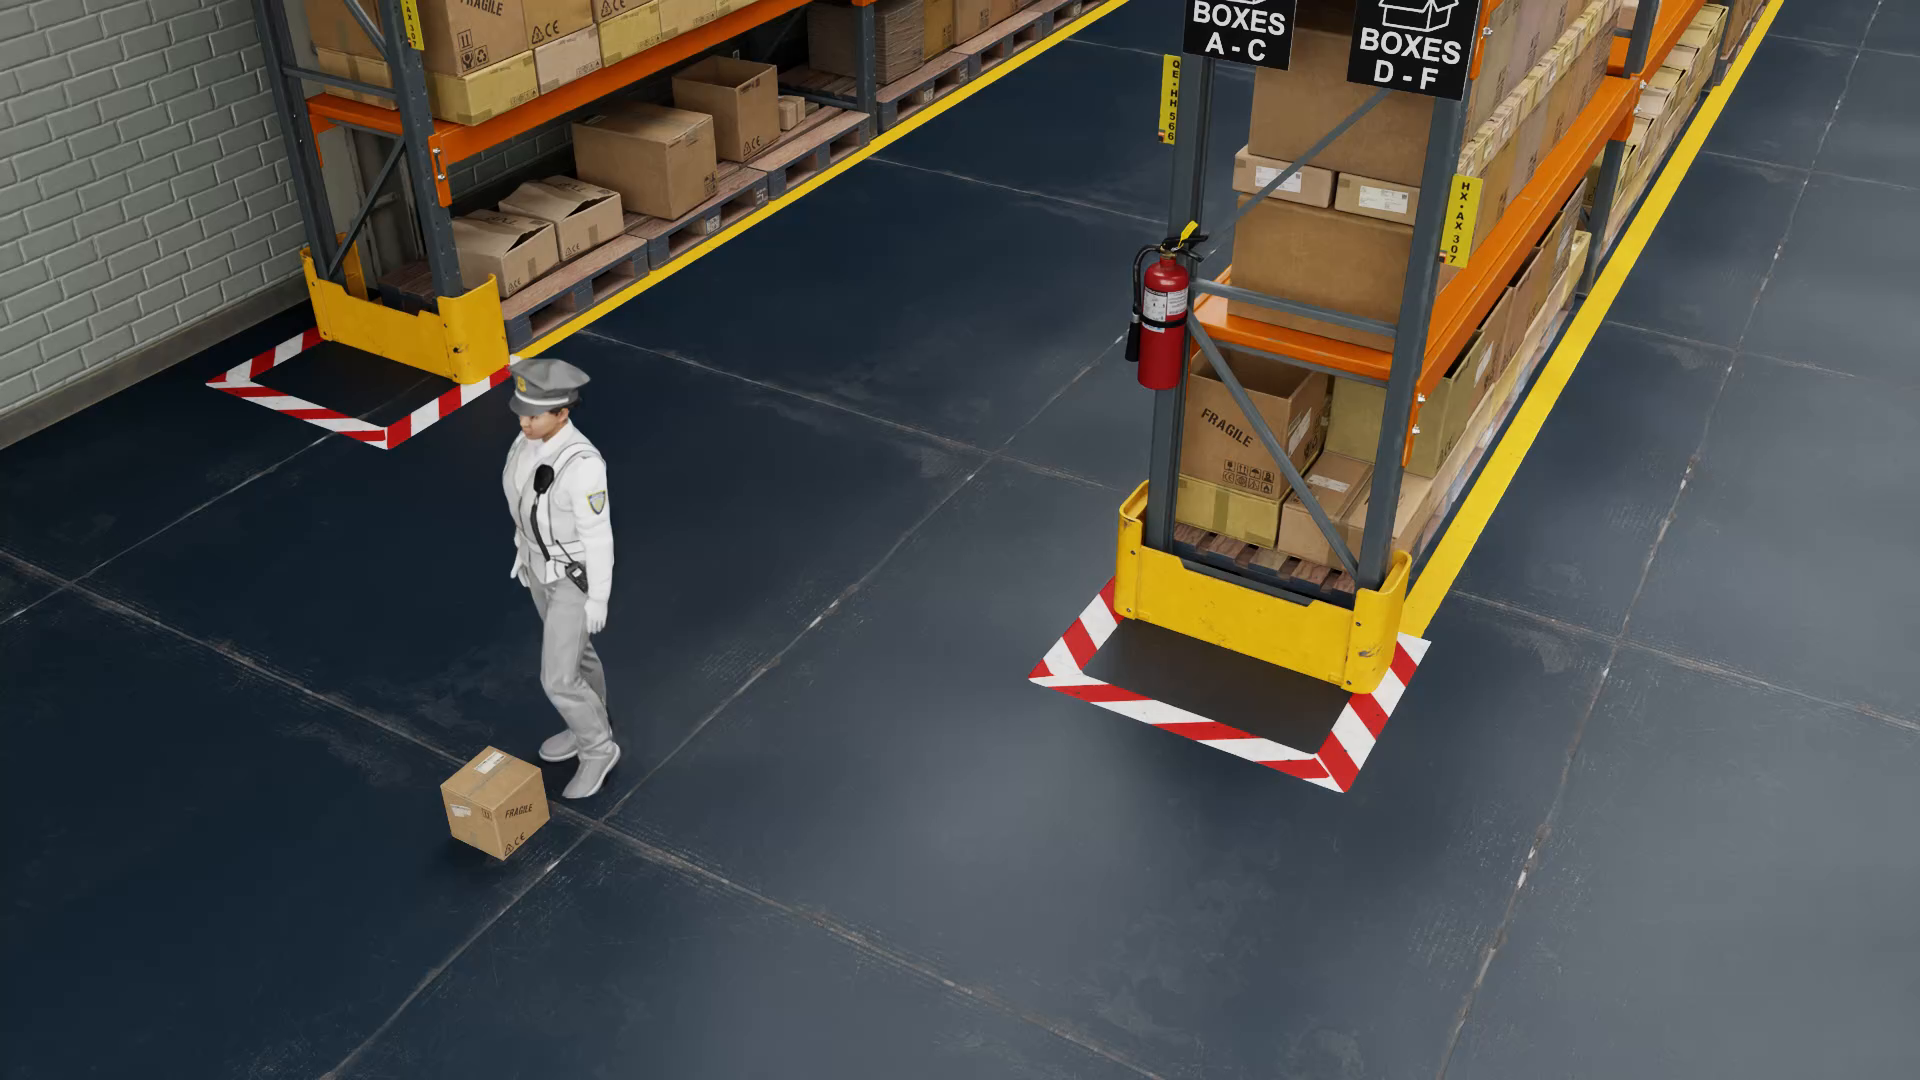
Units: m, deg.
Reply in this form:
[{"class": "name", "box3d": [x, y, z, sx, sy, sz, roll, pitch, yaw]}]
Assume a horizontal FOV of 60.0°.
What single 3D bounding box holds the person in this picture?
[{"class": "person", "box3d": [-1.434, 0.137, 5.959, 0.386, 1.728, 0.517, -23, 40, -29]}]
